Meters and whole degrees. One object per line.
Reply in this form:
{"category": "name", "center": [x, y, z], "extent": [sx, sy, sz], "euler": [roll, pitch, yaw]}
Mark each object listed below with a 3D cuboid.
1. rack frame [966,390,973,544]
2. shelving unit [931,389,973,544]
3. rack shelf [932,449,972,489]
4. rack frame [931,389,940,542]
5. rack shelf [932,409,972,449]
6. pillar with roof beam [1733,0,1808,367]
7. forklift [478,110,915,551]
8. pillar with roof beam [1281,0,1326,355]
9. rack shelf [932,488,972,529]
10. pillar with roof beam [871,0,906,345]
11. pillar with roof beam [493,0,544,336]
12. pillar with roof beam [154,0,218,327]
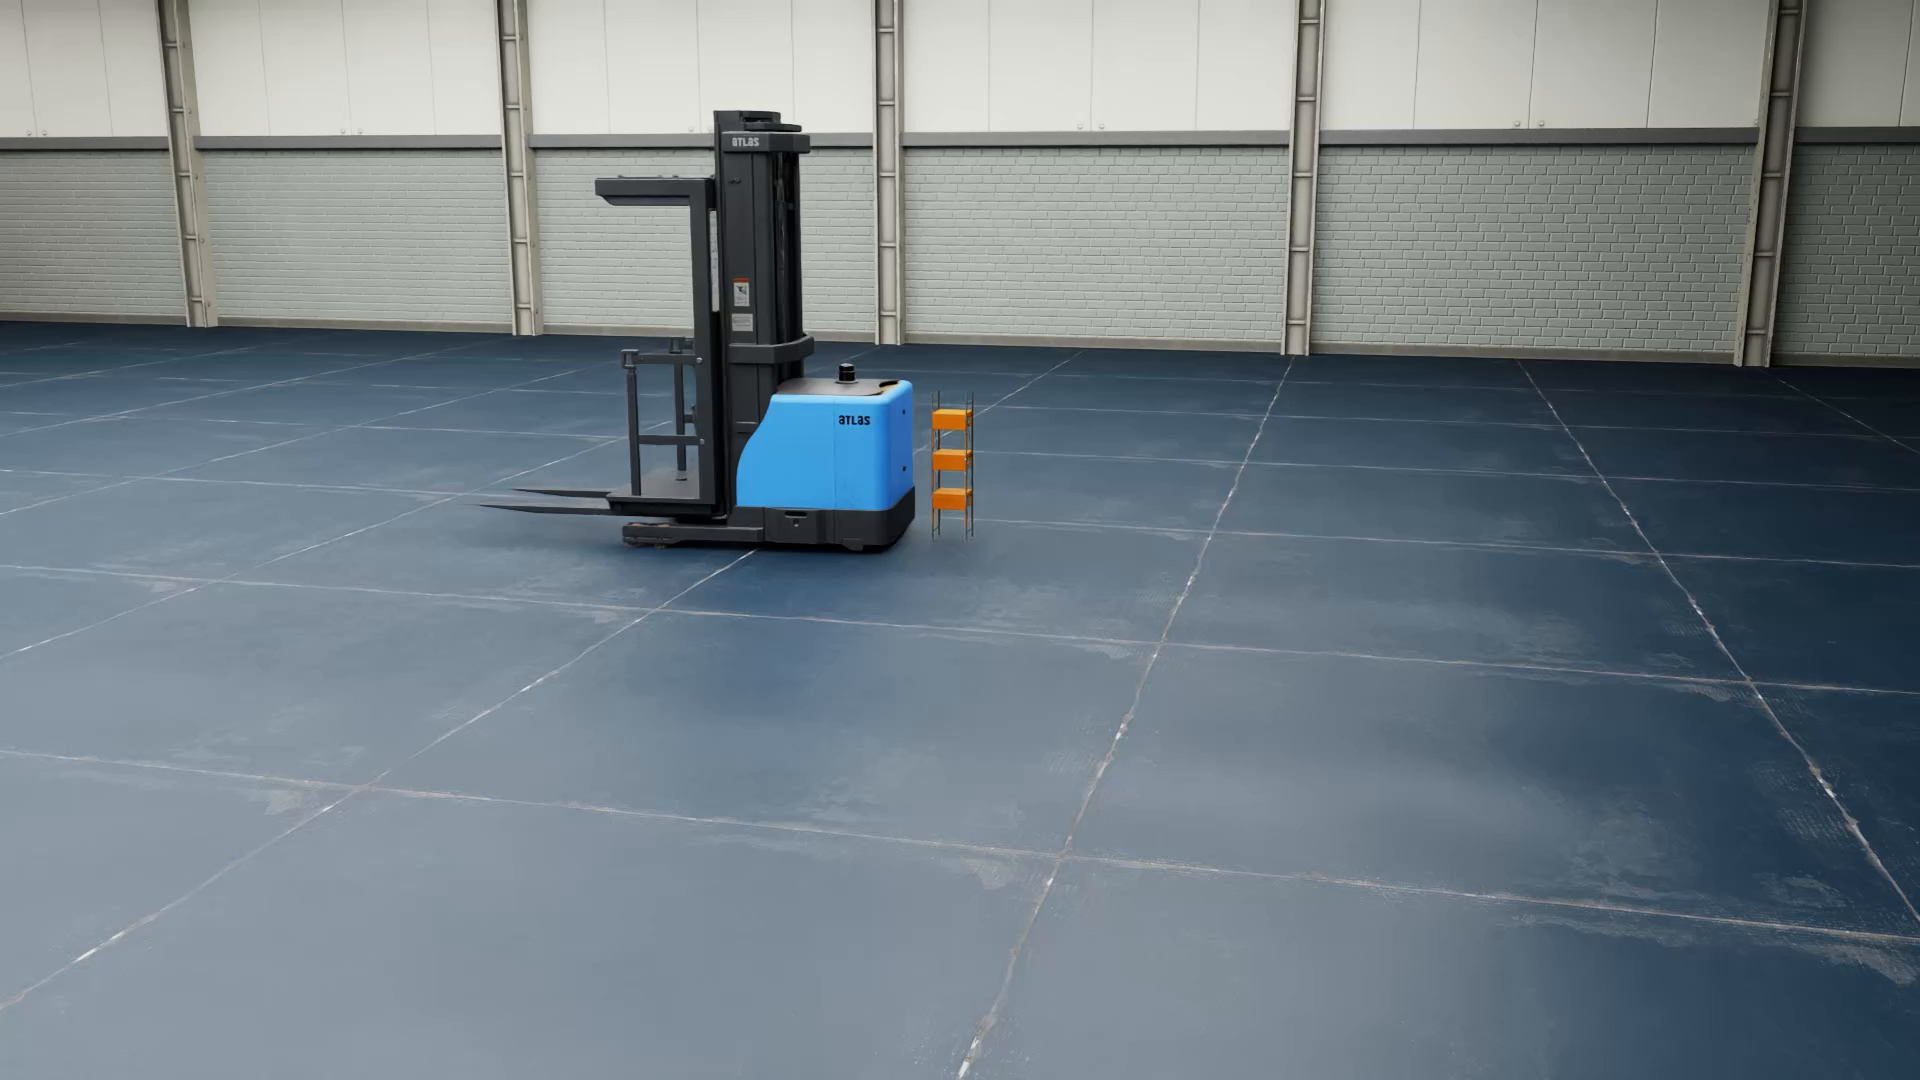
{"category": "rack frame", "center": [0.067, -0.509, 11.604], "extent": [0.008, 1.050, 0.200], "euler": [3, 13, 14]}
{"category": "shelving unit", "center": [-0.052, -0.515, 11.633], "extent": [0.252, 1.050, 0.215], "euler": [3, 13, 14]}
{"category": "rack shelf", "center": [-0.052, -0.505, 11.635], "extent": [0.240, 0.259, 0.215], "euler": [3, 13, 14]}
{"category": "rack frame", "center": [-0.170, -0.522, 11.661], "extent": [0.008, 1.050, 0.200], "euler": [3, 13, 14]}
{"category": "rack shelf", "center": [-0.052, -0.782, 11.573], "extent": [0.240, 0.259, 0.215], "euler": [3, 13, 14]}
{"category": "pillar with roof beam", "center": [9.571, -5.829, 17.230], "extent": [0.400, 9.000, 9.100], "euler": [3, 13, 14]}
{"category": "forklift", "center": [-1.890, -1.485, 11.658], "extent": [3.031, 2.935, 1.130], "euler": [2, 13, 9]}
{"category": "pillar with roof beam", "center": [3.746, -6.140, 18.633], "extent": [0.400, 9.000, 9.100], "euler": [3, 13, 14]}
{"category": "rack shelf", "center": [-0.052, -0.234, 11.695], "extent": [0.240, 0.259, 0.215], "euler": [3, 13, 14]}
{"category": "pillar with roof beam", "center": [-2.079, -6.451, 20.036], "extent": [0.400, 9.000, 9.100], "euler": [3, 13, 14]}
{"category": "pillar with roof beam", "center": [-7.905, -6.763, 21.440], "extent": [0.400, 9.000, 9.100], "euler": [3, 13, 14]}
{"category": "pillar with roof beam", "center": [-13.730, -7.074, 22.843], "extent": [0.400, 9.000, 9.100], "euler": [3, 13, 14]}
